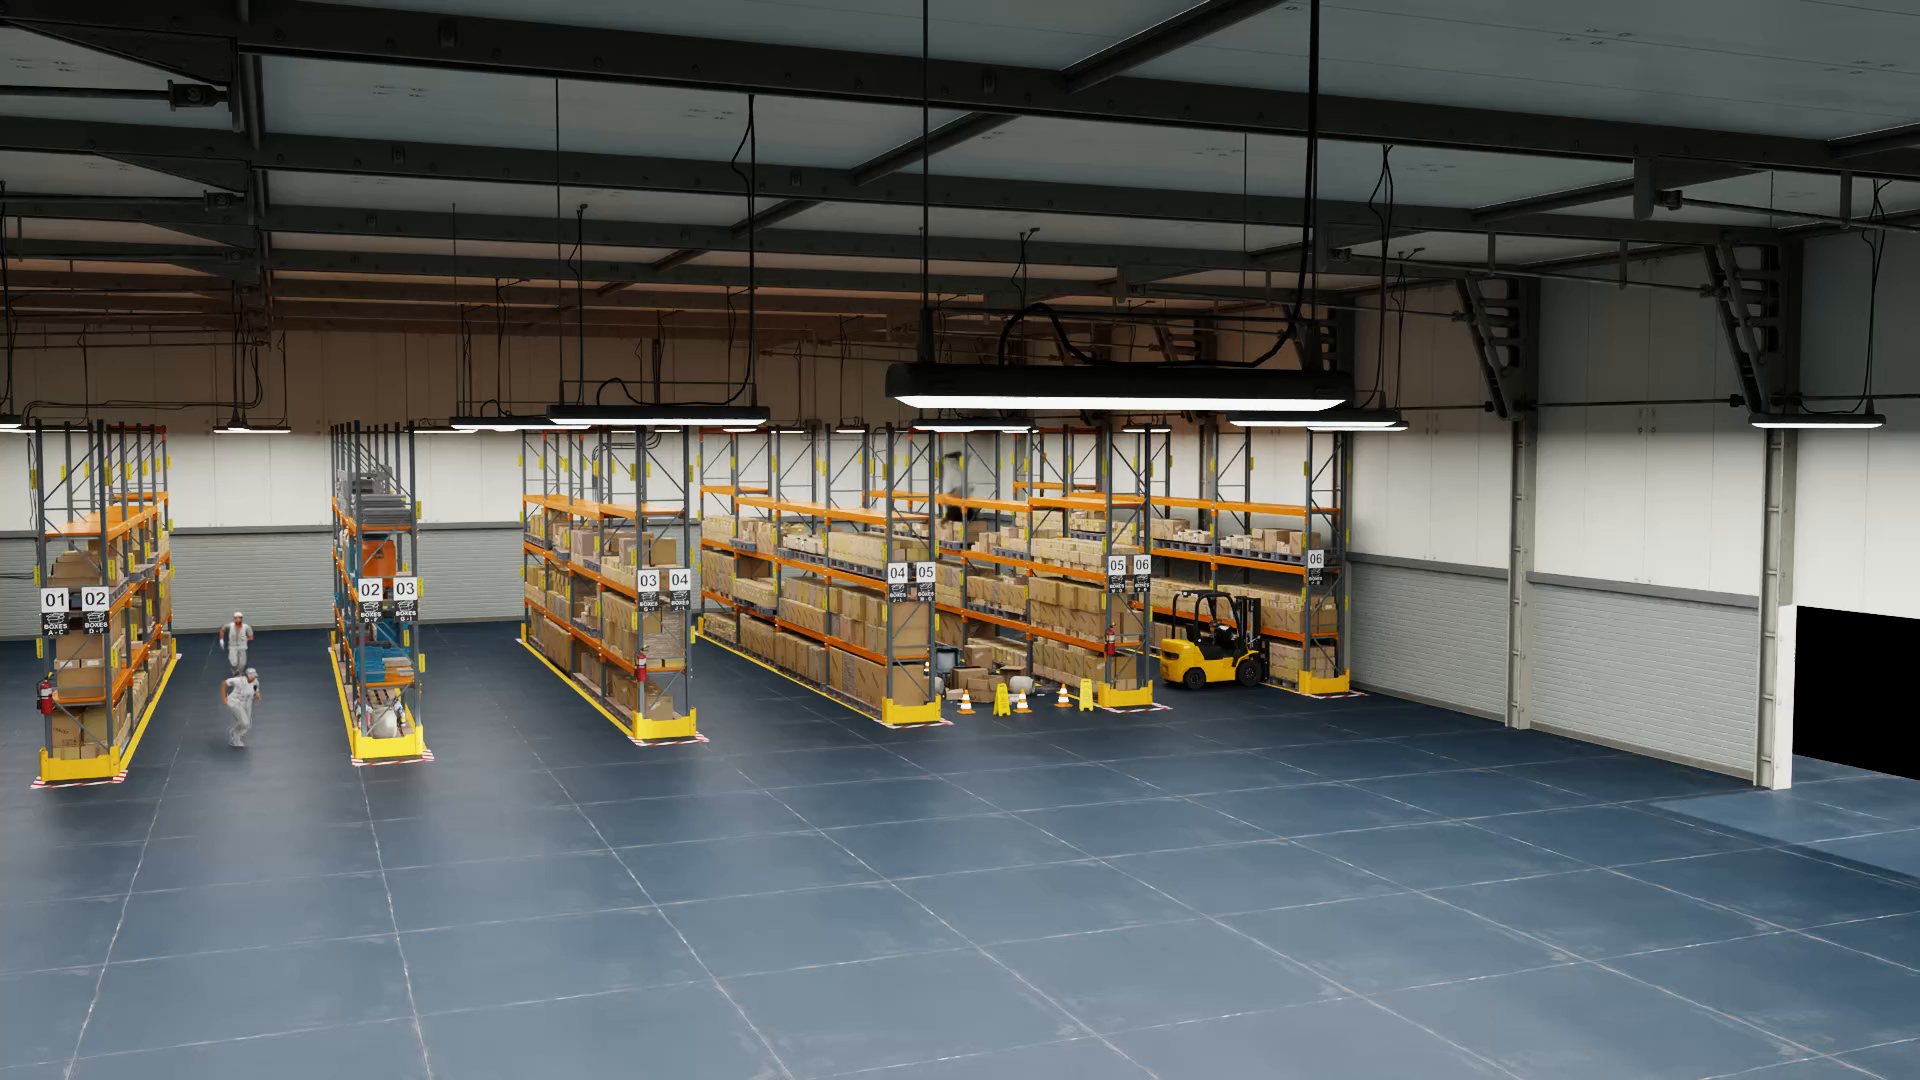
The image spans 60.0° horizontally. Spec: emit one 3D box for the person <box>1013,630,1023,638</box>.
[{"bbox_3d":[1.822,1.879,46.842,0.693,1.665,0.956,-3,5,-39],"label":"person"}]

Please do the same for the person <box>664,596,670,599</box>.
[{"bbox_3d":[-8.388,1.983,47.267,0.665,1.635,0.907,0,4,-5],"label":"person"}]

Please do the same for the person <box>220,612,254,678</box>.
[{"bbox_3d":[-16.305,2.482,37.500,0.702,1.728,0.790,-1,4,-22],"label":"person"}]

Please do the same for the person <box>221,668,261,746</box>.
[{"bbox_3d":[-13.184,3.069,30.481,0.864,1.496,0.636,2,4,31],"label":"person"}]
